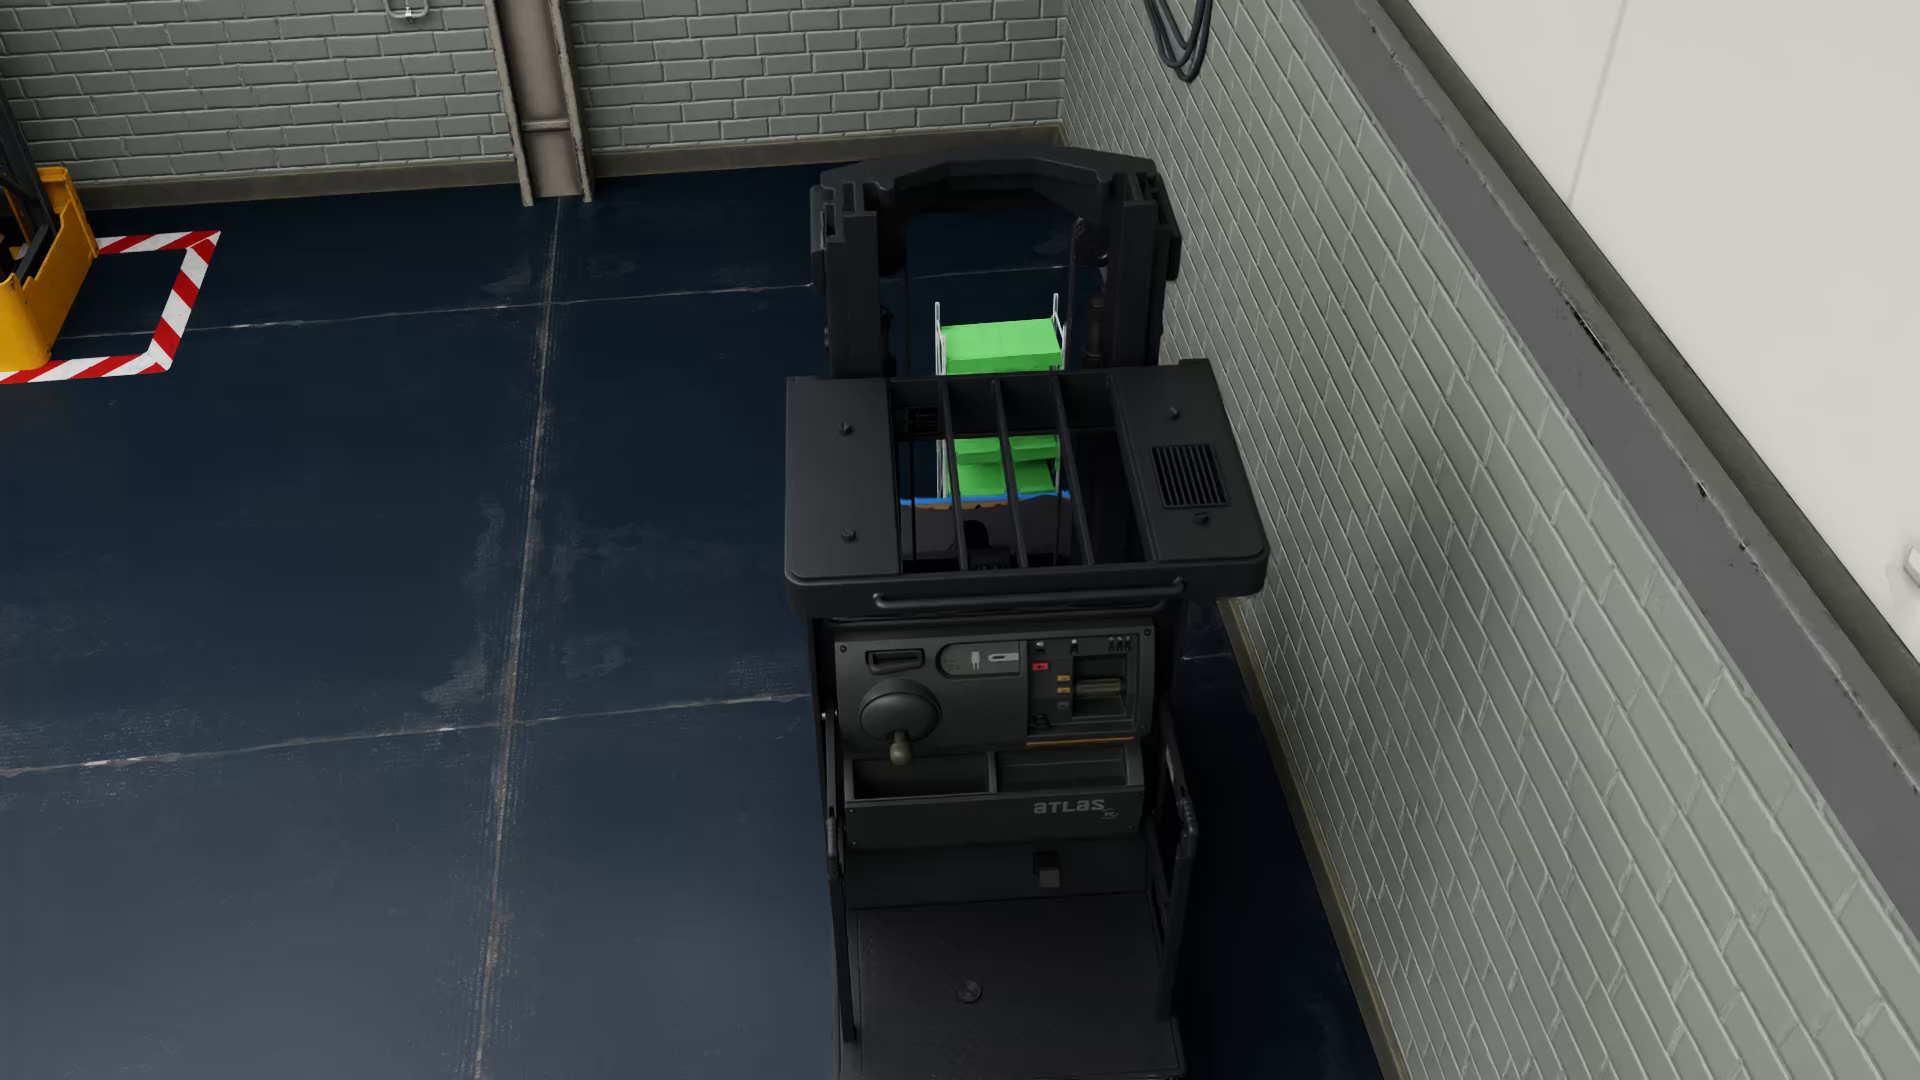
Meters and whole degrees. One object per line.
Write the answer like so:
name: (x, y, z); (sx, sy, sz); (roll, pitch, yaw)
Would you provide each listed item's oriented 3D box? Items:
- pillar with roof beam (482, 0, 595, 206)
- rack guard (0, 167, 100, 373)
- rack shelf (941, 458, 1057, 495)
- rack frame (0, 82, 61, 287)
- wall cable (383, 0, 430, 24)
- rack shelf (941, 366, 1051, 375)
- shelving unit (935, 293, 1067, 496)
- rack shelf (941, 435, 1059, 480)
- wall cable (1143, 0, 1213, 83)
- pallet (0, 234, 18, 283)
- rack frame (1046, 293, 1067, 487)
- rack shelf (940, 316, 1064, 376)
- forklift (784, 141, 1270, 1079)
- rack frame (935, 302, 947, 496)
pillar with roof beam: (-1.784, -2.529, 3.551); (0.400, 9.000, 9.100); (-5, 42, -6)
rack guard: (-4.884, -1.426, 8.672); (0.348, 0.500, 1.175); (-5, 42, -6)
rack shelf: (0.164, -0.234, 7.283); (0.480, 0.148, 0.258); (-5, 42, -6)
rack frame: (-4.907, -2.352, 7.833); (0.127, 3.000, 1.000); (-5, 42, -6)
wall cable: (-3.760, -3.468, 8.312); (1.851, 1.984, 0.084); (-5, 42, -6)
rack shelf: (0.164, -0.591, 6.961); (0.480, 0.148, 0.258); (-5, 42, -6)
shelving unit: (0.164, -0.460, 7.079); (0.503, 1.200, 0.258); (-5, 42, -6)
rack shelf: (0.164, -0.412, 7.122); (0.480, 0.148, 0.258); (-5, 42, -6)
wall cable: (0.747, -3.680, 7.145); (0.112, 2.526, 3.097); (-5, 42, -6)
pallet: (-5.690, -1.195, 8.632); (1.213, 0.211, 1.003); (-5, 42, -6)
rack frame: (0.406, -0.481, 7.103); (0.015, 1.200, 0.240); (-5, 42, -6)
rack shelf: (0.164, -0.769, 6.800); (0.480, 0.148, 0.258); (-5, 42, -6)
forklift: (0.123, 0.526, 4.693); (1.130, 2.935, 3.031); (-3, 42, -3)
rack frame: (-0.078, -0.439, 7.056); (0.015, 1.200, 0.240); (-5, 42, -6)
